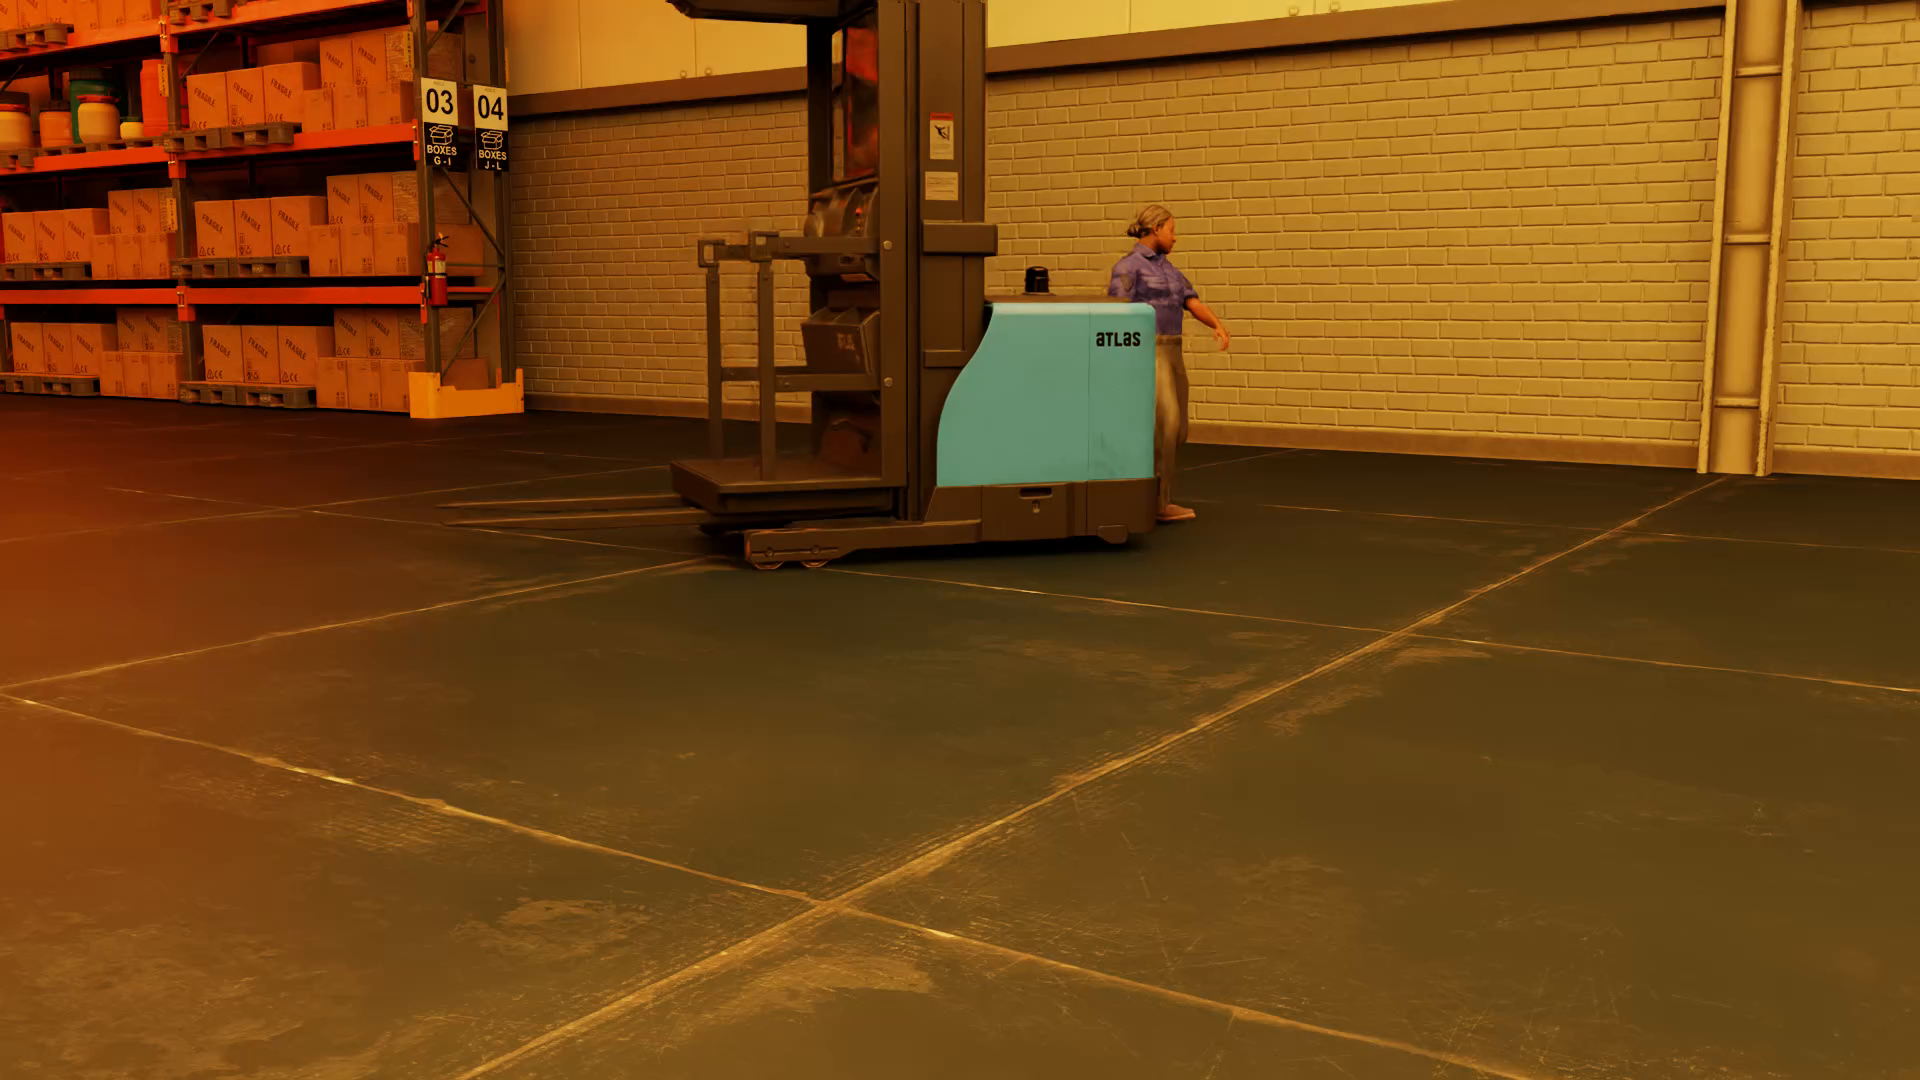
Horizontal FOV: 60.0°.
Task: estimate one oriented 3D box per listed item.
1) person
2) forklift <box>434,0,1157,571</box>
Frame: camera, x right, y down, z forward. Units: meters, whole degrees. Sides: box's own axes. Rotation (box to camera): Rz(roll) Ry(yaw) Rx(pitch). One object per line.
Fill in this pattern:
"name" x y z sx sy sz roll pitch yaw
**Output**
"person" 0.964 -0.884 8.268 0.777 1.558 0.645 5 10 34
"forklift" -0.699 -1.410 7.108 3.031 2.935 1.130 -3 9 -20
